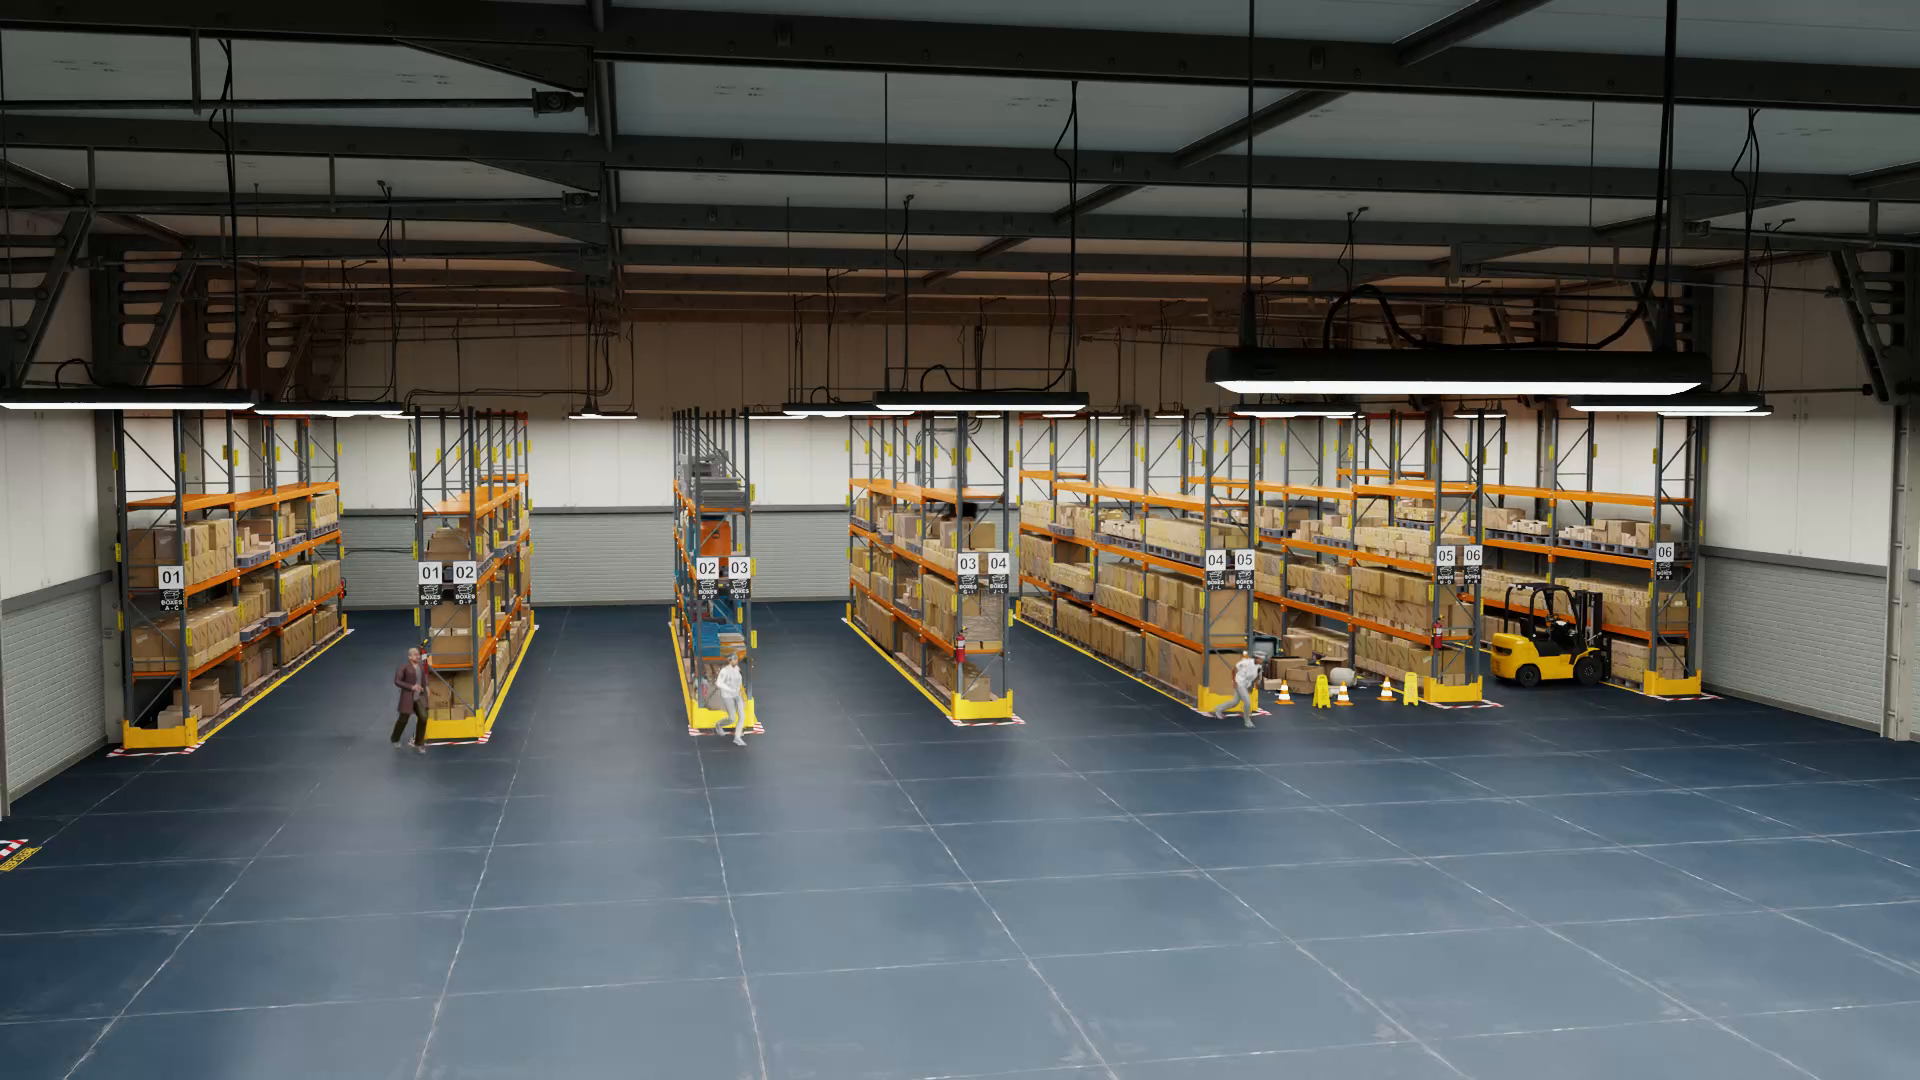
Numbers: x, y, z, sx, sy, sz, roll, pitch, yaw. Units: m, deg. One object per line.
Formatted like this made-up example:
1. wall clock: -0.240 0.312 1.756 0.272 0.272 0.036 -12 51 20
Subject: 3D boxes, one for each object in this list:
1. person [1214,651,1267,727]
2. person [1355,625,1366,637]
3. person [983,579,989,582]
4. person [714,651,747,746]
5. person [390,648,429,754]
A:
1. person: 5.303 2.786 31.460 0.564 1.469 1.119 -3 5 -40
2. person: 10.336 1.847 42.842 0.550 1.721 0.824 -1 4 -18
3. person: 0.595 1.437 48.428 0.678 1.746 0.593 1 4 10
4. person: -4.089 2.809 29.582 0.704 1.698 0.656 3 5 35
5. person: -9.505 2.798 28.875 0.803 1.863 0.752 3 5 39
